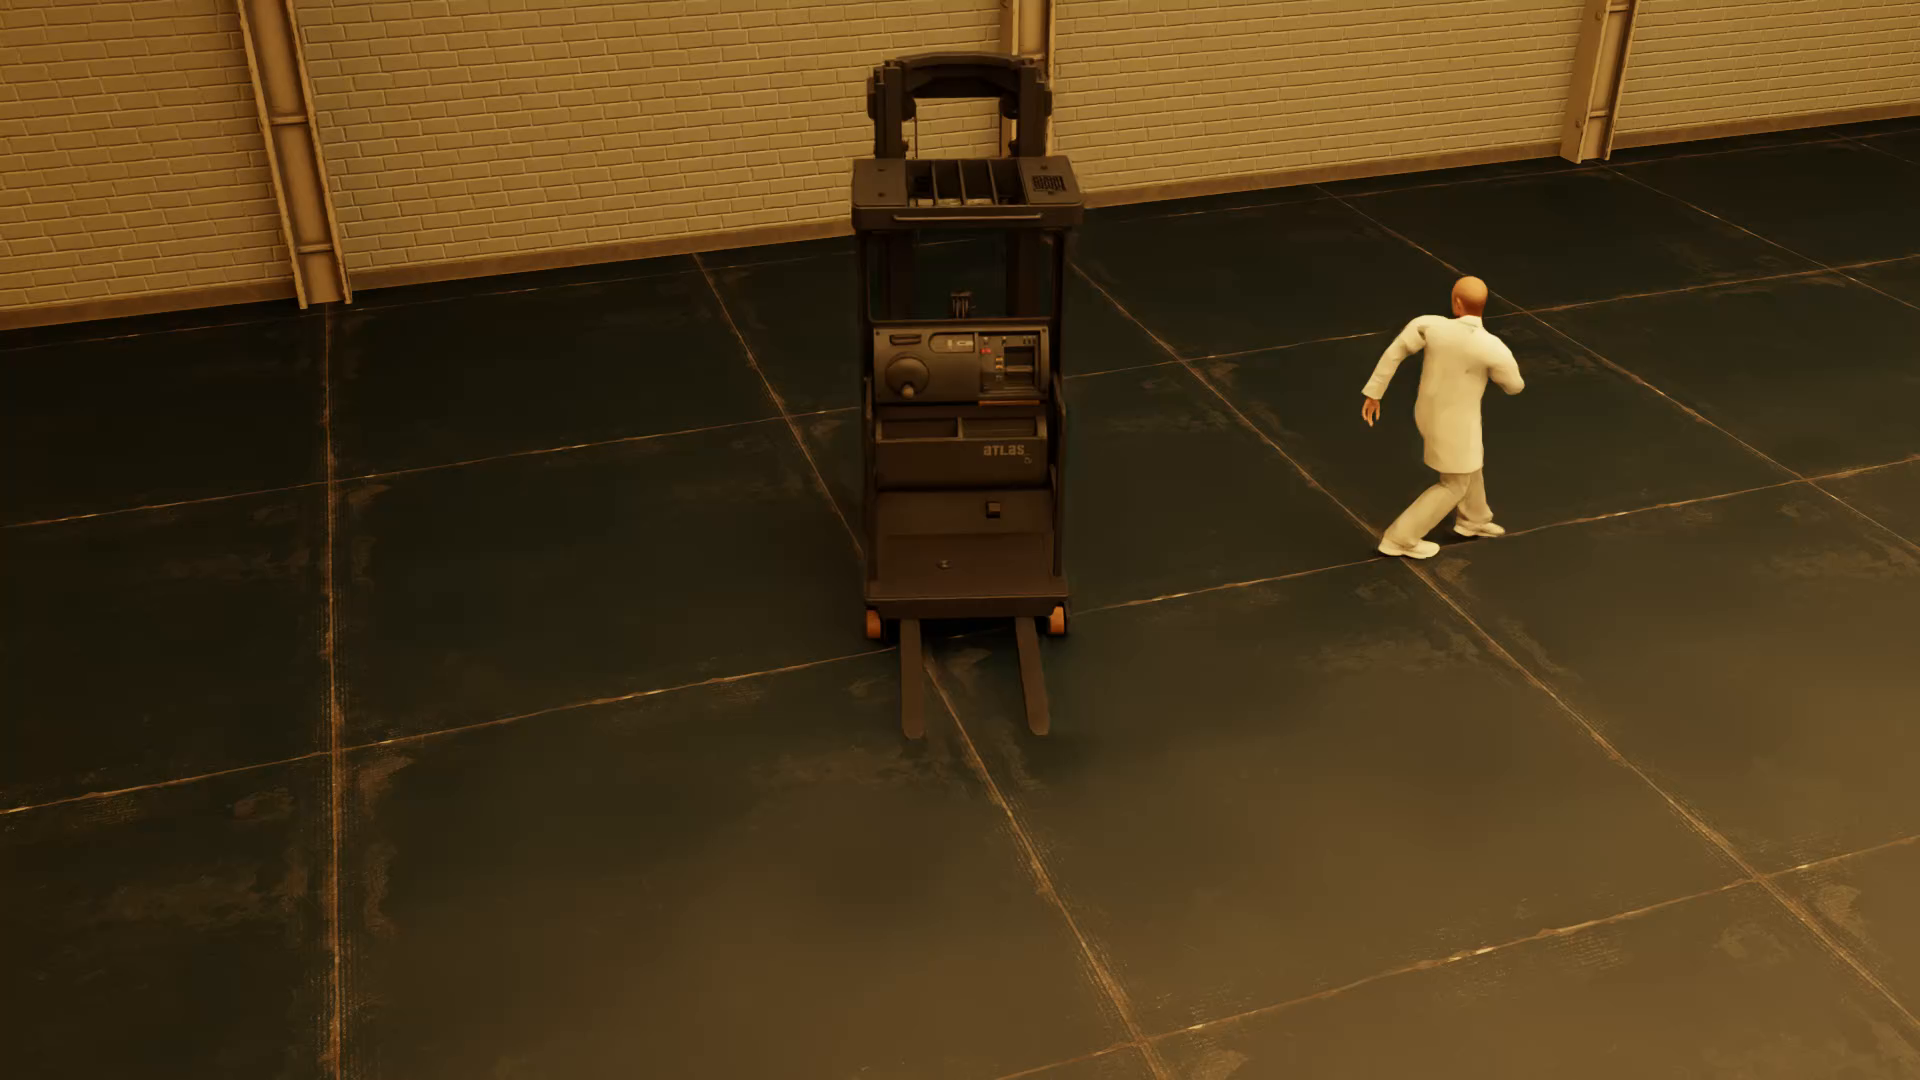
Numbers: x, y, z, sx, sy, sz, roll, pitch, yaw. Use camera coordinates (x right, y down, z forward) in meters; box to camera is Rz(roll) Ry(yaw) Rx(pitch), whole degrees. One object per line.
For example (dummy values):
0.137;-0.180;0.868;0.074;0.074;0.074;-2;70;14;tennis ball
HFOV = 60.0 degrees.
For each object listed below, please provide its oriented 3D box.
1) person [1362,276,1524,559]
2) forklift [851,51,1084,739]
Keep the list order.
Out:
2.844;-0.700;9.573;1.009;1.727;0.613;-13;32;-22;person
0.018;-0.892;8.637;1.130;2.935;3.031;-1;30;-2;forklift
